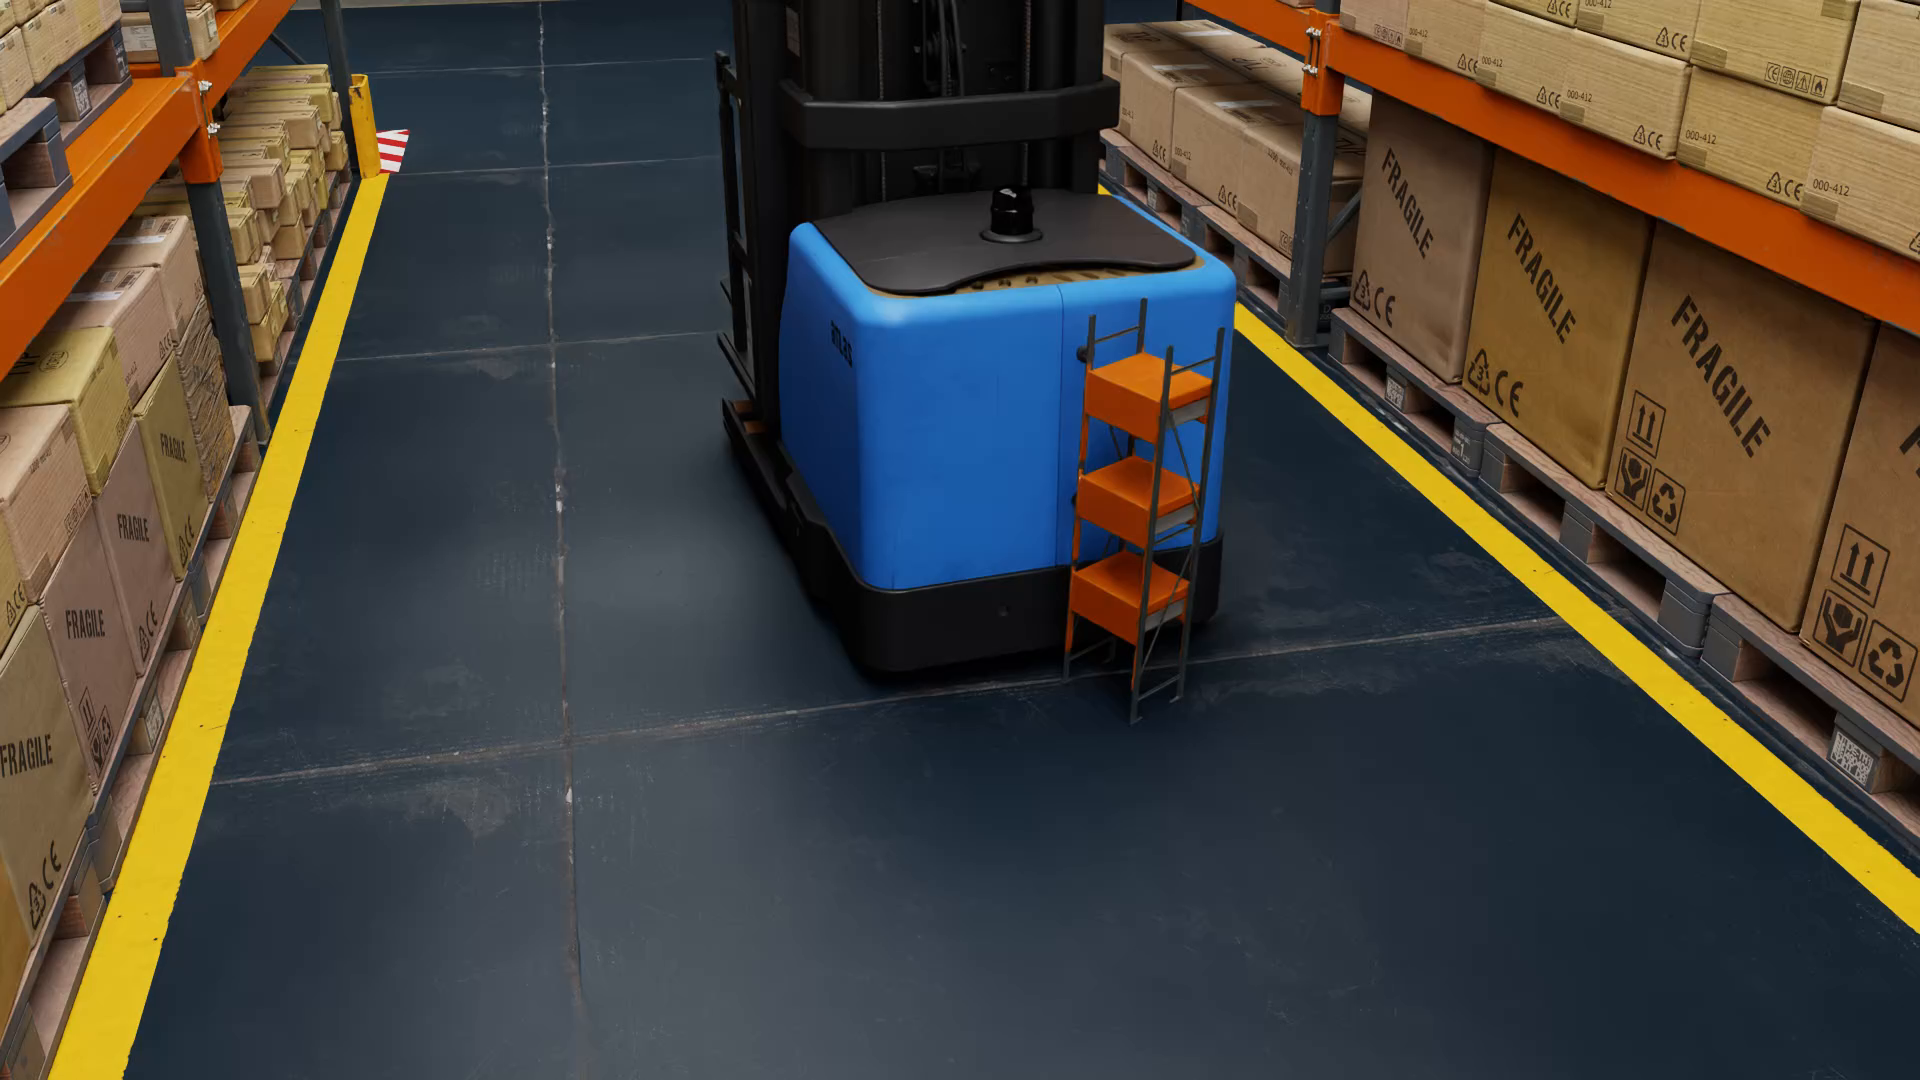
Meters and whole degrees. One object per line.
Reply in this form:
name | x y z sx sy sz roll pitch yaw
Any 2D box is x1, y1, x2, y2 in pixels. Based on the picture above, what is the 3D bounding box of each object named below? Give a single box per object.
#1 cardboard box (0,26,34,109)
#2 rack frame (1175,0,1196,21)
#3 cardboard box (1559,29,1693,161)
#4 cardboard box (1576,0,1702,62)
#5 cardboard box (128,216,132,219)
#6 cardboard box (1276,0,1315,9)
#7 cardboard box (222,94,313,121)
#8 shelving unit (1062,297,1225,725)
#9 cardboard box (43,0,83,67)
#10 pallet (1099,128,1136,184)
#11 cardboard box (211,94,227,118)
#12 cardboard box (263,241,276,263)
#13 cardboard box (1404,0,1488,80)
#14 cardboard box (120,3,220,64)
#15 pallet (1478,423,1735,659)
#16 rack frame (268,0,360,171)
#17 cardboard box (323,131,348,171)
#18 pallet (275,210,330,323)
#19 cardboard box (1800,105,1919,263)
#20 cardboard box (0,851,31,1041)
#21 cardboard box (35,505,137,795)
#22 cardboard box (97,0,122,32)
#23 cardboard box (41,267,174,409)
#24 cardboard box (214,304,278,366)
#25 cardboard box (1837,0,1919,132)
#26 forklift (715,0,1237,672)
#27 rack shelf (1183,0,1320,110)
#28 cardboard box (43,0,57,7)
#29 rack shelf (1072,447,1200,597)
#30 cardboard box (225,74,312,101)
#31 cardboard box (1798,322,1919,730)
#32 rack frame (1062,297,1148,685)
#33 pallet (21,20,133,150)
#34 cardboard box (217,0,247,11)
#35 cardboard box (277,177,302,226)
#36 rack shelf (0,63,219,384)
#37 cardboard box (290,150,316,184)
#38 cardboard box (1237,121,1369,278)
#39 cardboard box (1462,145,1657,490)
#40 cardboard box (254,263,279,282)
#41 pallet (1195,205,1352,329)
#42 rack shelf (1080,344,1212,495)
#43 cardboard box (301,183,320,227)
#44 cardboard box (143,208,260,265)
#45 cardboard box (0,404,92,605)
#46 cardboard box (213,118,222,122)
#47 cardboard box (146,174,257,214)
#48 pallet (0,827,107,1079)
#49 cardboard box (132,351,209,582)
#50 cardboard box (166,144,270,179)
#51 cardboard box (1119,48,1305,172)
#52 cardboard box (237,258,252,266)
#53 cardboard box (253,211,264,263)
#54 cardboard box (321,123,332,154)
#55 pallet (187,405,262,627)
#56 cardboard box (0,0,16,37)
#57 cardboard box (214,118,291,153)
cardboard box | -2.439 -1.109 3.930 0.380 0.149 0.250 -7 28 -14
rack frame | 0.940 -3.946 9.739 1.000 3.000 0.127 -6 27 -12
cardboard box | 2.005 -1.229 4.522 0.500 0.250 0.500 -6 27 -12
cardboard box | 2.014 -1.452 4.410 0.500 0.250 0.500 -7 28 -13
cardboard box | -3.434 -1.291 6.517 0.380 0.149 0.250 -5 27 -10
cardboard box | 1.487 -2.412 6.589 0.500 0.500 0.500 -6 27 -11
cardboard box | -3.315 -2.035 7.991 0.380 0.149 0.250 -7 28 -14
shelving unit | 0.449 -0.057 4.186 0.215 1.050 0.252 -22 37 -37
cardboard box | -2.563 -1.340 4.389 0.380 0.149 0.250 -6 27 -12
pallet | 1.196 -2.358 9.687 1.003 0.211 1.213 -6 27 -12
cardboard box | -3.894 -2.206 8.329 0.380 0.149 0.250 -5 27 -11
cardboard box | -3.095 -1.192 6.980 0.380 0.149 0.250 -7 28 -14
cardboard box | 1.801 -1.676 5.408 0.500 0.250 0.500 -7 28 -13
cardboard box | -2.704 -1.688 5.545 0.380 0.149 0.250 -5 27 -10
pallet | 2.367 -0.077 5.169 1.003 0.211 1.213 -6 27 -12
rack frame | -3.860 -3.399 8.655 1.000 3.000 0.127 -6 27 -12
cardboard box | -3.382 -2.001 8.584 0.380 0.149 0.250 -5 27 -10
pallet | -3.423 -1.226 7.444 1.003 0.211 1.213 -6 27 -12
cardboard box | 2.245 -0.785 3.643 0.500 0.250 0.500 -5 27 -11
cardboard box | -1.968 0.705 2.832 0.500 0.500 0.500 -7 28 -14
cardboard box | -2.205 0.260 3.714 0.500 0.500 0.500 -7 28 -13
cardboard box | -2.677 -1.564 4.832 0.380 0.149 0.250 -7 28 -13
cardboard box | -2.442 -0.521 4.429 0.500 0.250 0.500 -5 27 -9
cardboard box | -2.728 -0.750 6.105 0.380 0.149 0.250 -7 28 -14
cardboard box | 2.267 -1.002 3.517 0.500 0.250 0.500 -7 28 -13
forklift | -0.206 -1.604 5.176 1.130 2.935 3.031 -8 28 -16
rack shelf | 1.390 -2.747 8.161 1.077 0.370 4.000 -6 27 -12
cardboard box | -2.563 -1.472 4.319 0.380 0.149 0.250 -5 27 -9
rack shelf | 0.448 -0.048 4.191 0.215 0.259 0.240 -22 37 -37
cardboard box | -3.493 -2.256 8.429 0.380 0.149 0.250 -5 27 -11
cardboard box | 2.668 0.016 3.782 0.875 0.875 0.875 -6 27 -12
rack frame | 0.366 -0.103 4.264 0.200 1.050 0.008 -22 37 -37
pallet | -2.928 -1.207 4.525 1.003 0.211 1.213 -6 27 -12
cardboard box | -2.994 -2.143 6.446 0.380 0.149 0.250 -5 27 -11
cardboard box | -3.056 -1.446 7.155 0.380 0.149 0.250 -6 27 -12
rack shelf | -2.508 -0.444 3.598 1.077 0.370 4.000 -6 27 -12
cardboard box | -3.176 -1.675 7.608 0.380 0.149 0.250 -5 27 -9
cardboard box | 1.804 -1.520 7.310 0.875 0.438 0.875 -6 27 -12
cardboard box | 2.270 -0.769 5.337 0.875 0.875 0.875 -5 27 -10
cardboard box | -2.895 -0.971 6.542 0.380 0.149 0.250 -6 27 -12
pallet | 1.746 -1.287 7.565 1.003 0.211 1.213 -6 27 -12
rack shelf | 0.457 -0.297 4.054 0.215 0.259 0.240 -22 37 -37
cardboard box | -3.177 -1.542 7.673 0.380 0.149 0.250 -5 27 -11
cardboard box | -2.839 -1.122 6.182 0.380 0.149 0.250 -5 27 -9
cardboard box | -2.190 -0.062 3.519 0.500 0.250 0.500 -6 27 -11
cardboard box | -3.844 -1.966 8.184 0.380 0.149 0.250 -6 27 -11
cardboard box | -3.025 -1.341 6.615 0.380 0.149 0.250 -7 28 -13
pallet | -2.232 1.015 3.005 1.003 0.211 1.213 -6 27 -12
cardboard box | -2.431 -0.190 4.605 0.500 0.500 0.500 -7 28 -13
cardboard box | -3.145 -1.572 7.073 0.380 0.149 0.250 -7 28 -14
cardboard box | 1.400 -2.309 8.873 0.875 0.438 0.875 -5 27 -10
cardboard box | -2.873 -0.984 6.238 0.380 0.149 0.250 -6 27 -11
cardboard box | -3.021 -1.206 6.678 0.380 0.149 0.250 -7 28 -14
cardboard box | -3.345 -2.016 8.282 0.380 0.149 0.250 -7 28 -14
pallet | -2.782 -0.056 5.127 1.003 0.211 1.213 -6 27 -12
cardboard box | -2.440 -1.238 3.856 0.380 0.149 0.250 -7 28 -14
cardboard box | -3.249 -1.796 7.517 0.380 0.149 0.250 -7 28 -13
